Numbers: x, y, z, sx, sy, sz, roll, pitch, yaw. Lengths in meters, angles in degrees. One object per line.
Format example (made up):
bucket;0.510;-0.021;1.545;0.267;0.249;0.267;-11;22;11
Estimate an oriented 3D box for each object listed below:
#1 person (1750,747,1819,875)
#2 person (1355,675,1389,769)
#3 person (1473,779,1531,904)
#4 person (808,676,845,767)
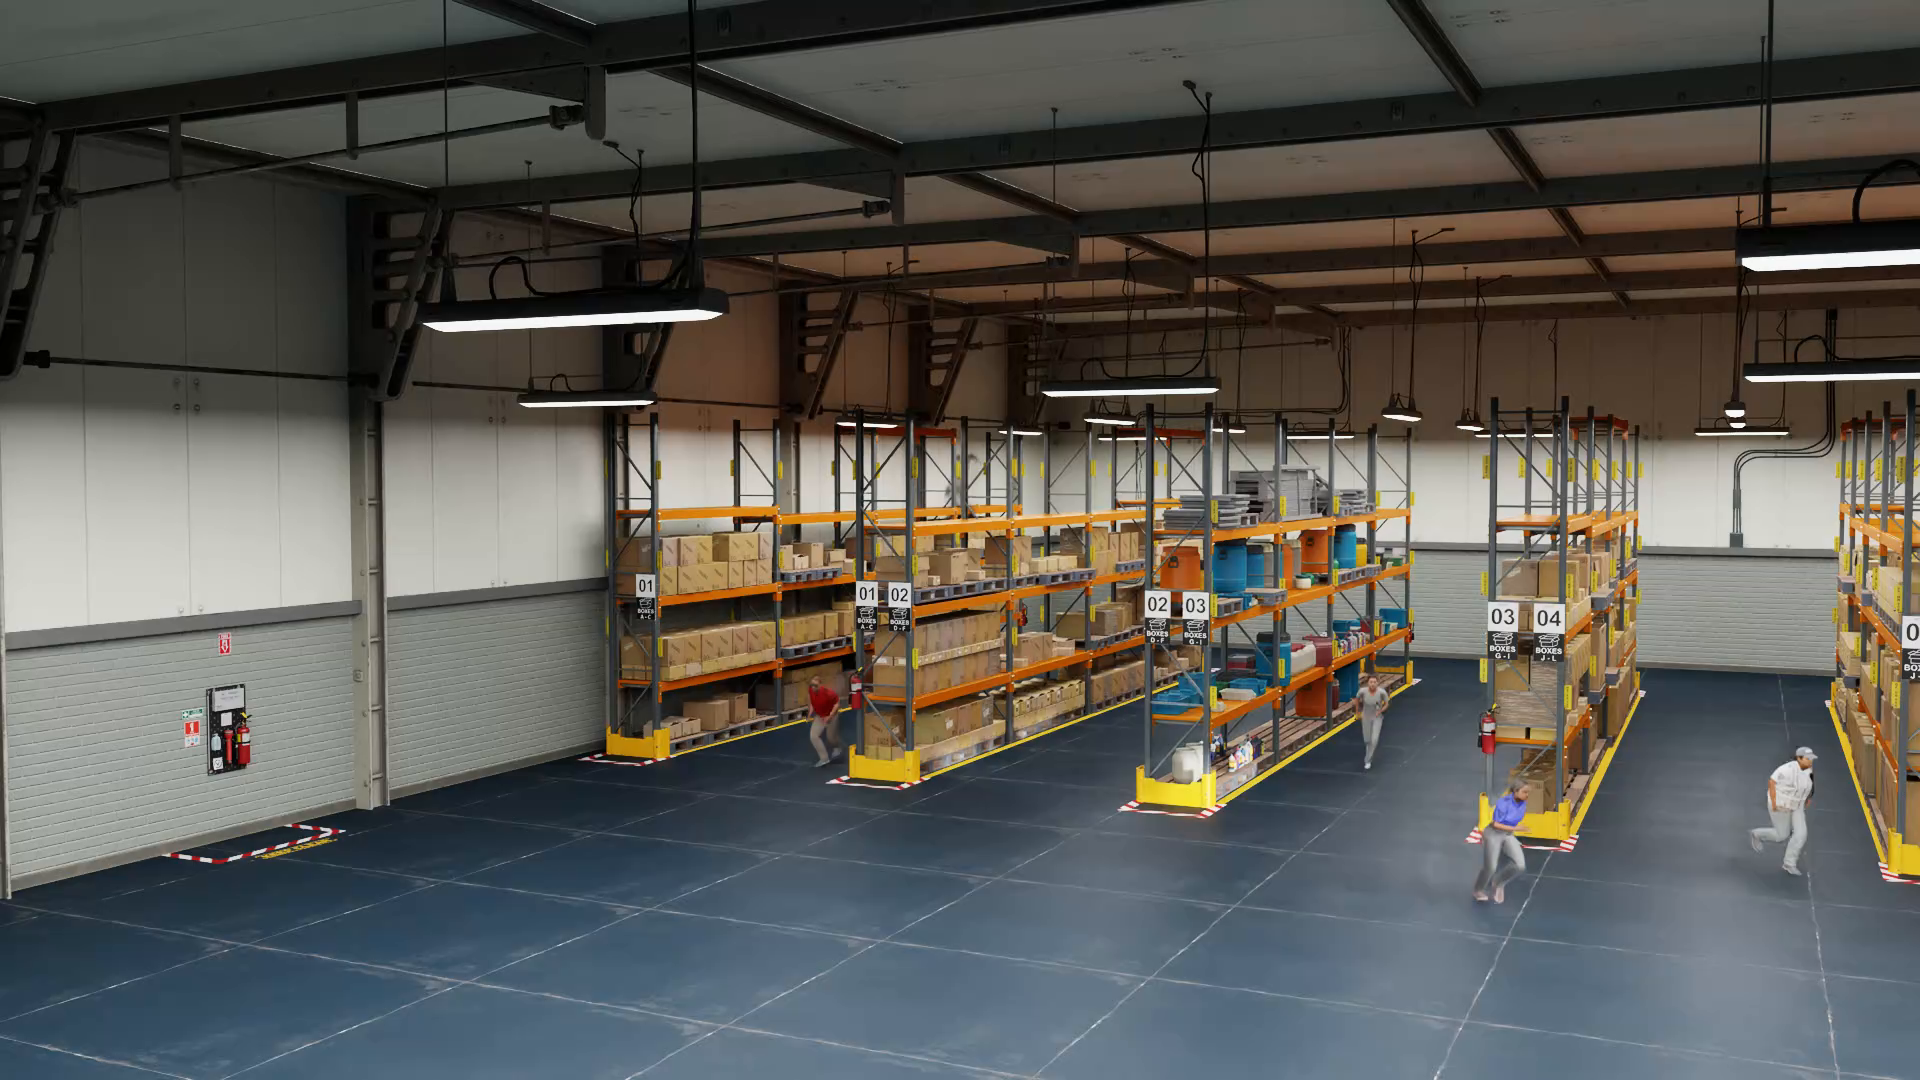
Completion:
person;10.341;3.356;20.833;0.606;1.618;0.893;-1;3;-27
person;6.946;3.043;28.053;0.555;1.602;0.710;0;2;10
person;6.265;3.438;19.060;0.608;1.497;0.910;-1;3;-26
person;-2.230;3.059;28.356;0.663;1.568;1.093;1;3;26
